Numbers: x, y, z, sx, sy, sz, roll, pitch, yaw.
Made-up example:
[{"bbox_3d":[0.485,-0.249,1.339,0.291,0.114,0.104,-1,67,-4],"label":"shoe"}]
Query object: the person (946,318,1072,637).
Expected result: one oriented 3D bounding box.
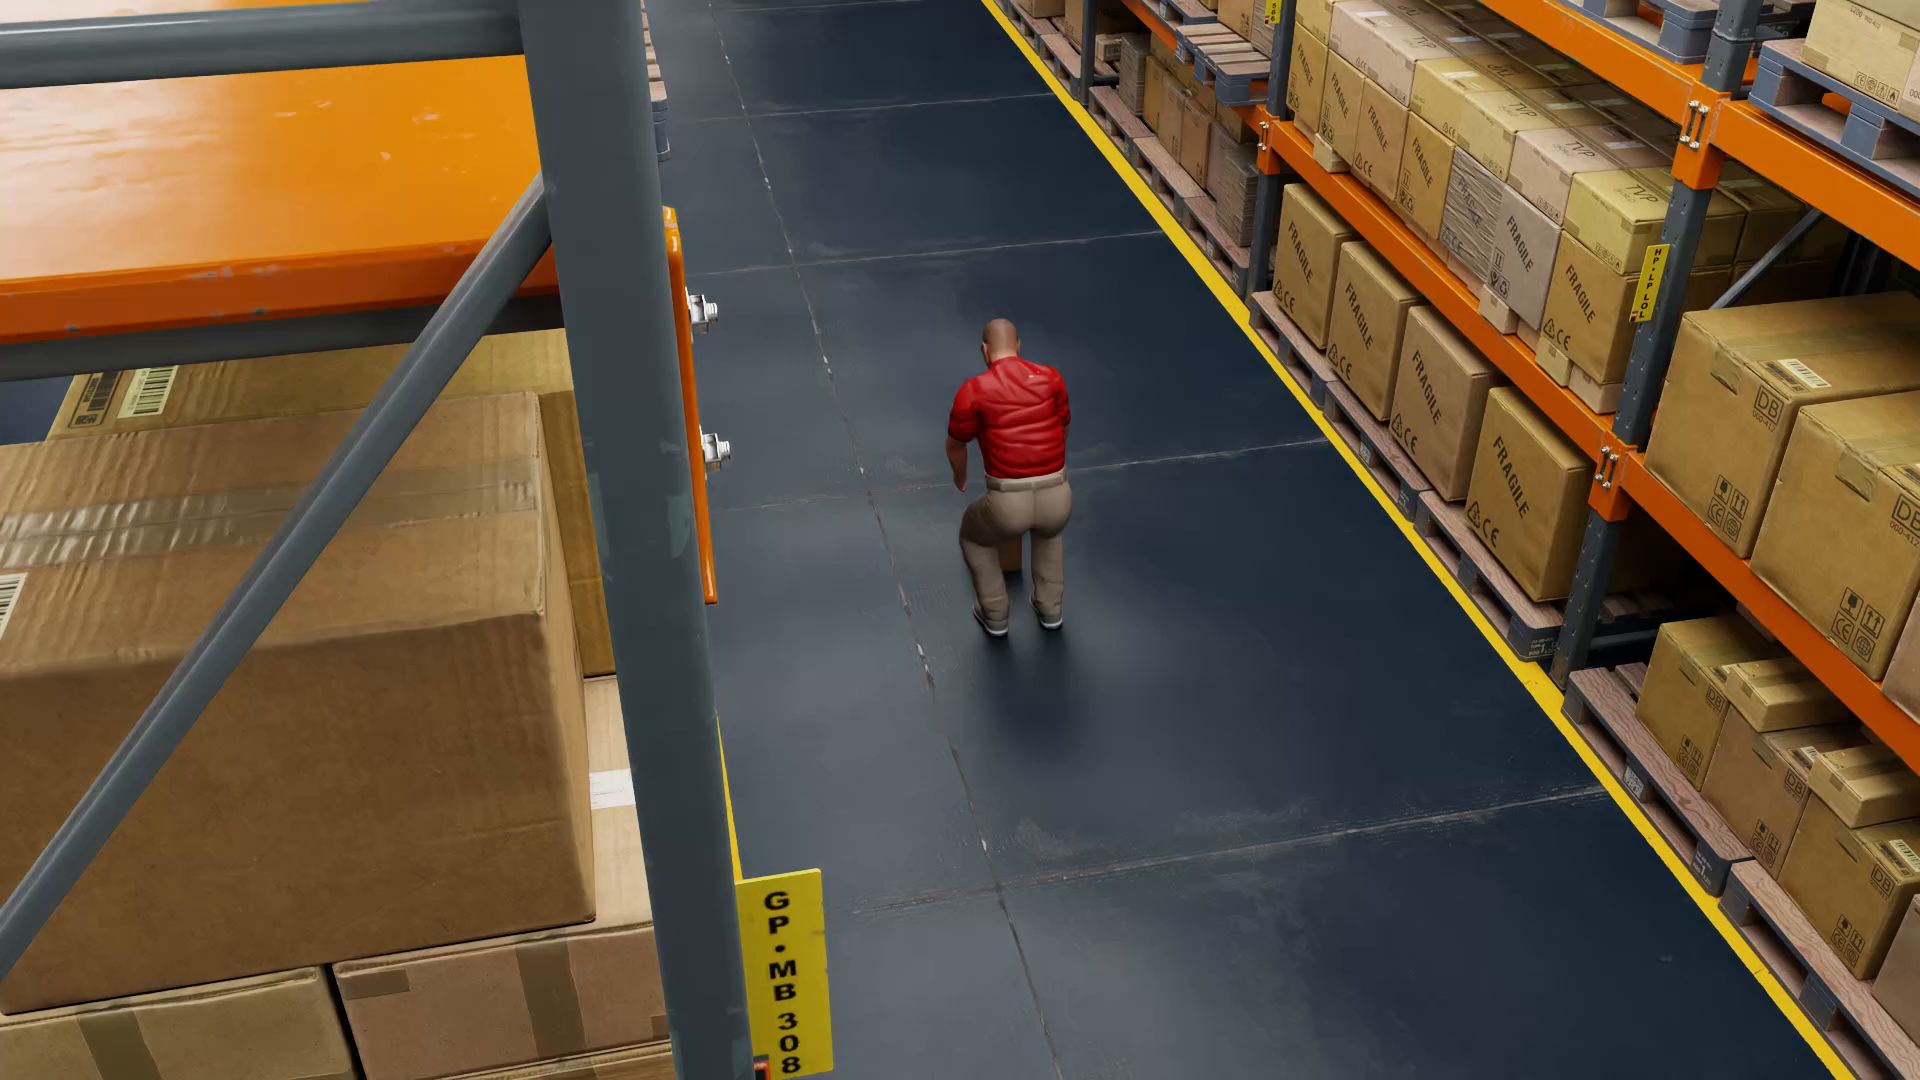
[{"bbox_3d":[0.237,-0.253,7.750,0.587,1.494,0.644,-7,35,-10],"label":"person"}]
